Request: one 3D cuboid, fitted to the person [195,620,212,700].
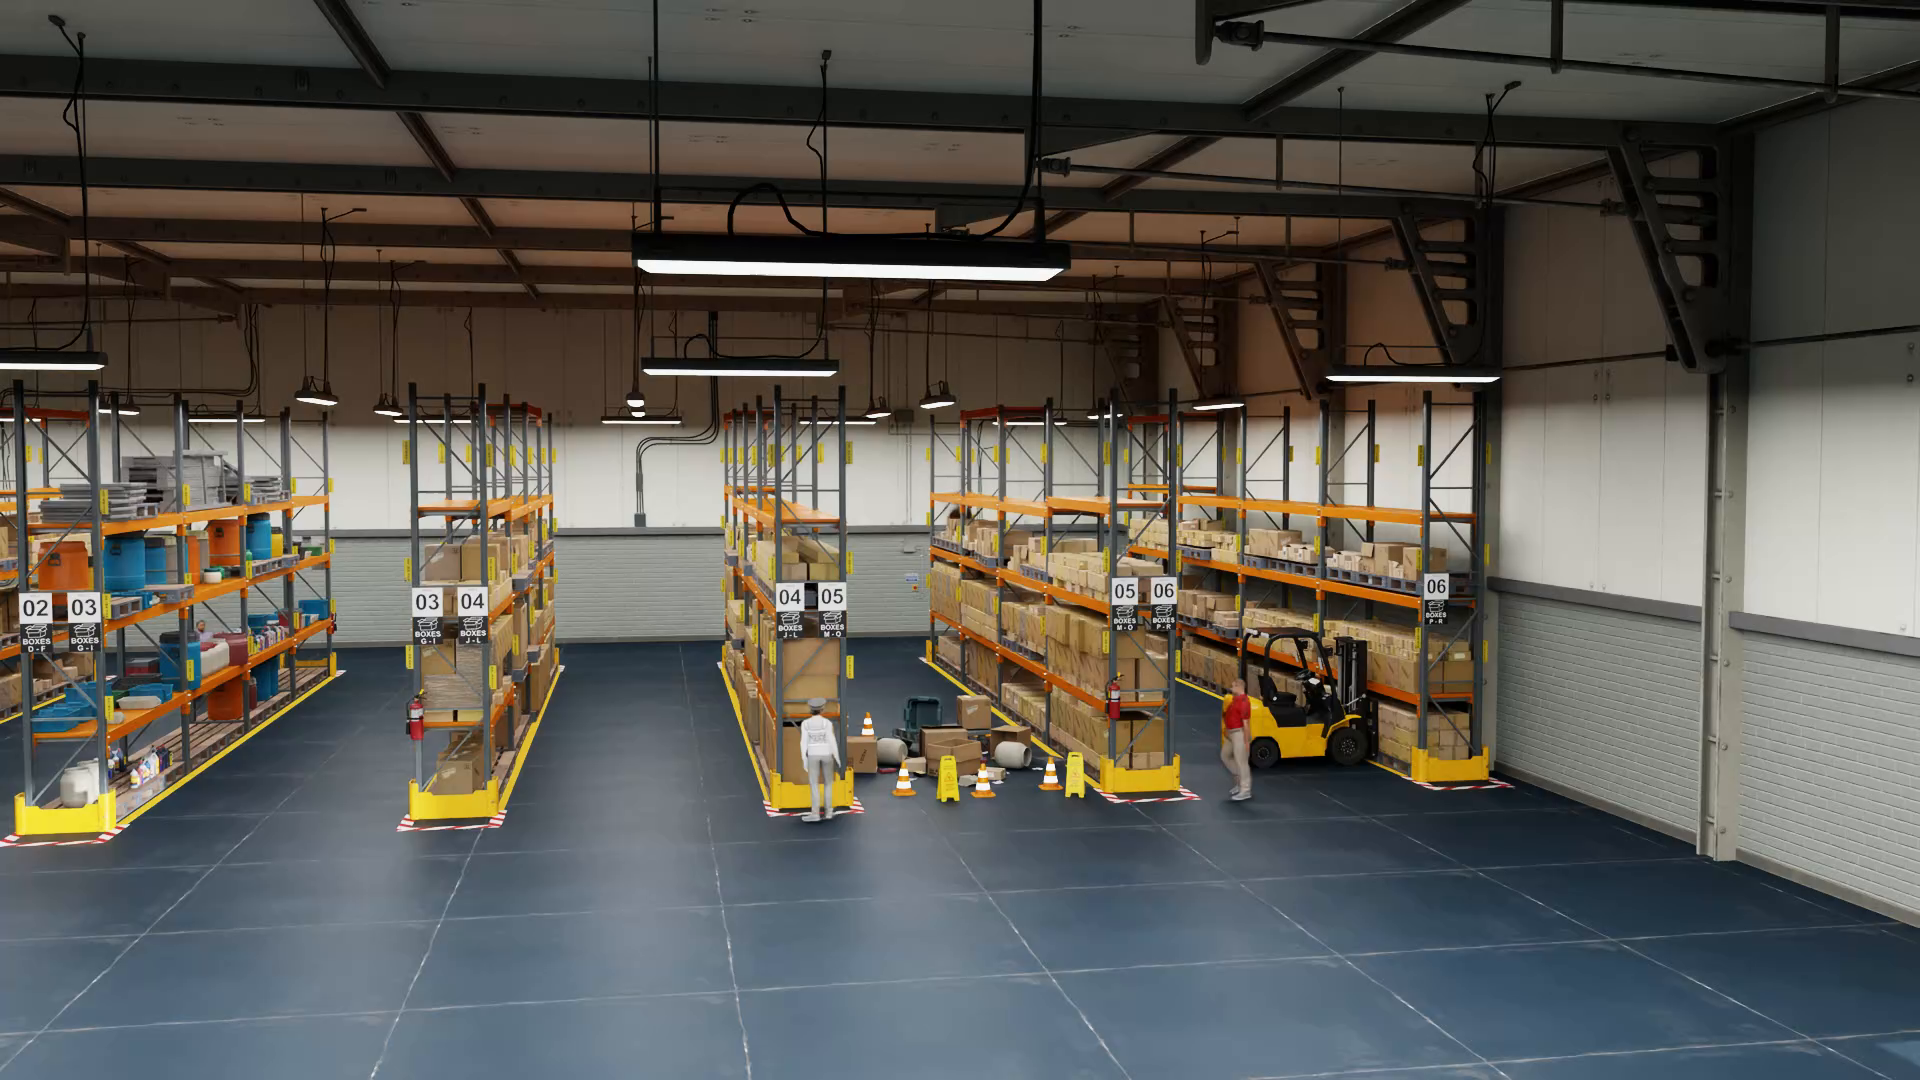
[{"bbox_3d":[-15.551,2.454,34.093,0.577,1.654,0.377,-3,4,-44],"label":"person"}]

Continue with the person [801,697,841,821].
[{"bbox_3d":[-1.907,3.010,22.781,0.550,1.713,0.390,0,3,-7],"label":"person"}]

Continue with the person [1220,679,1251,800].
[{"bbox_3d":[4.076,2.899,24.316,0.426,1.752,0.619,-1,3,-10],"label":"person"}]
